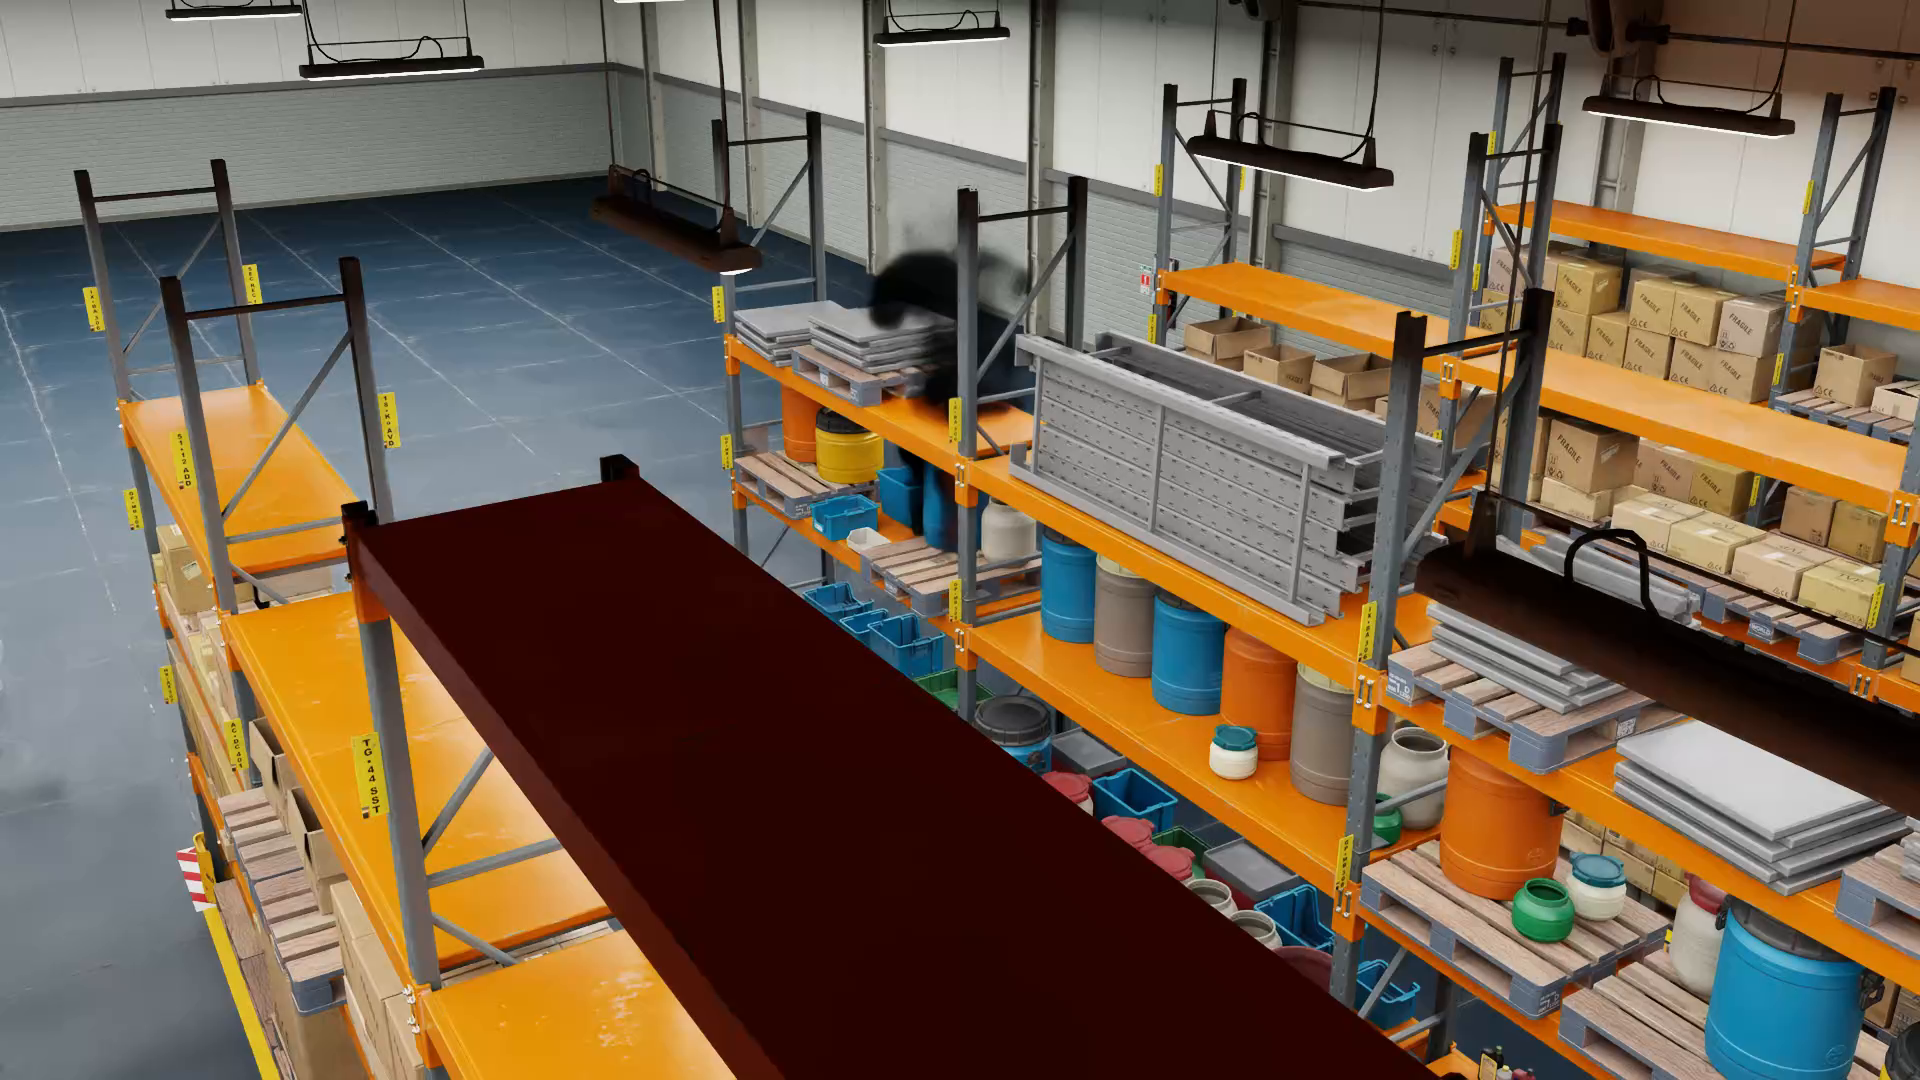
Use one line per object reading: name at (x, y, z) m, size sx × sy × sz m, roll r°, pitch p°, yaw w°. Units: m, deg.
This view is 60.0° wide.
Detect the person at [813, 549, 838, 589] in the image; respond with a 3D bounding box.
person at (-1.344, -0.193, 19.651) m, size 0.886 × 1.749 × 0.673 m, roll -3°, pitch 22°, yaw -7°
